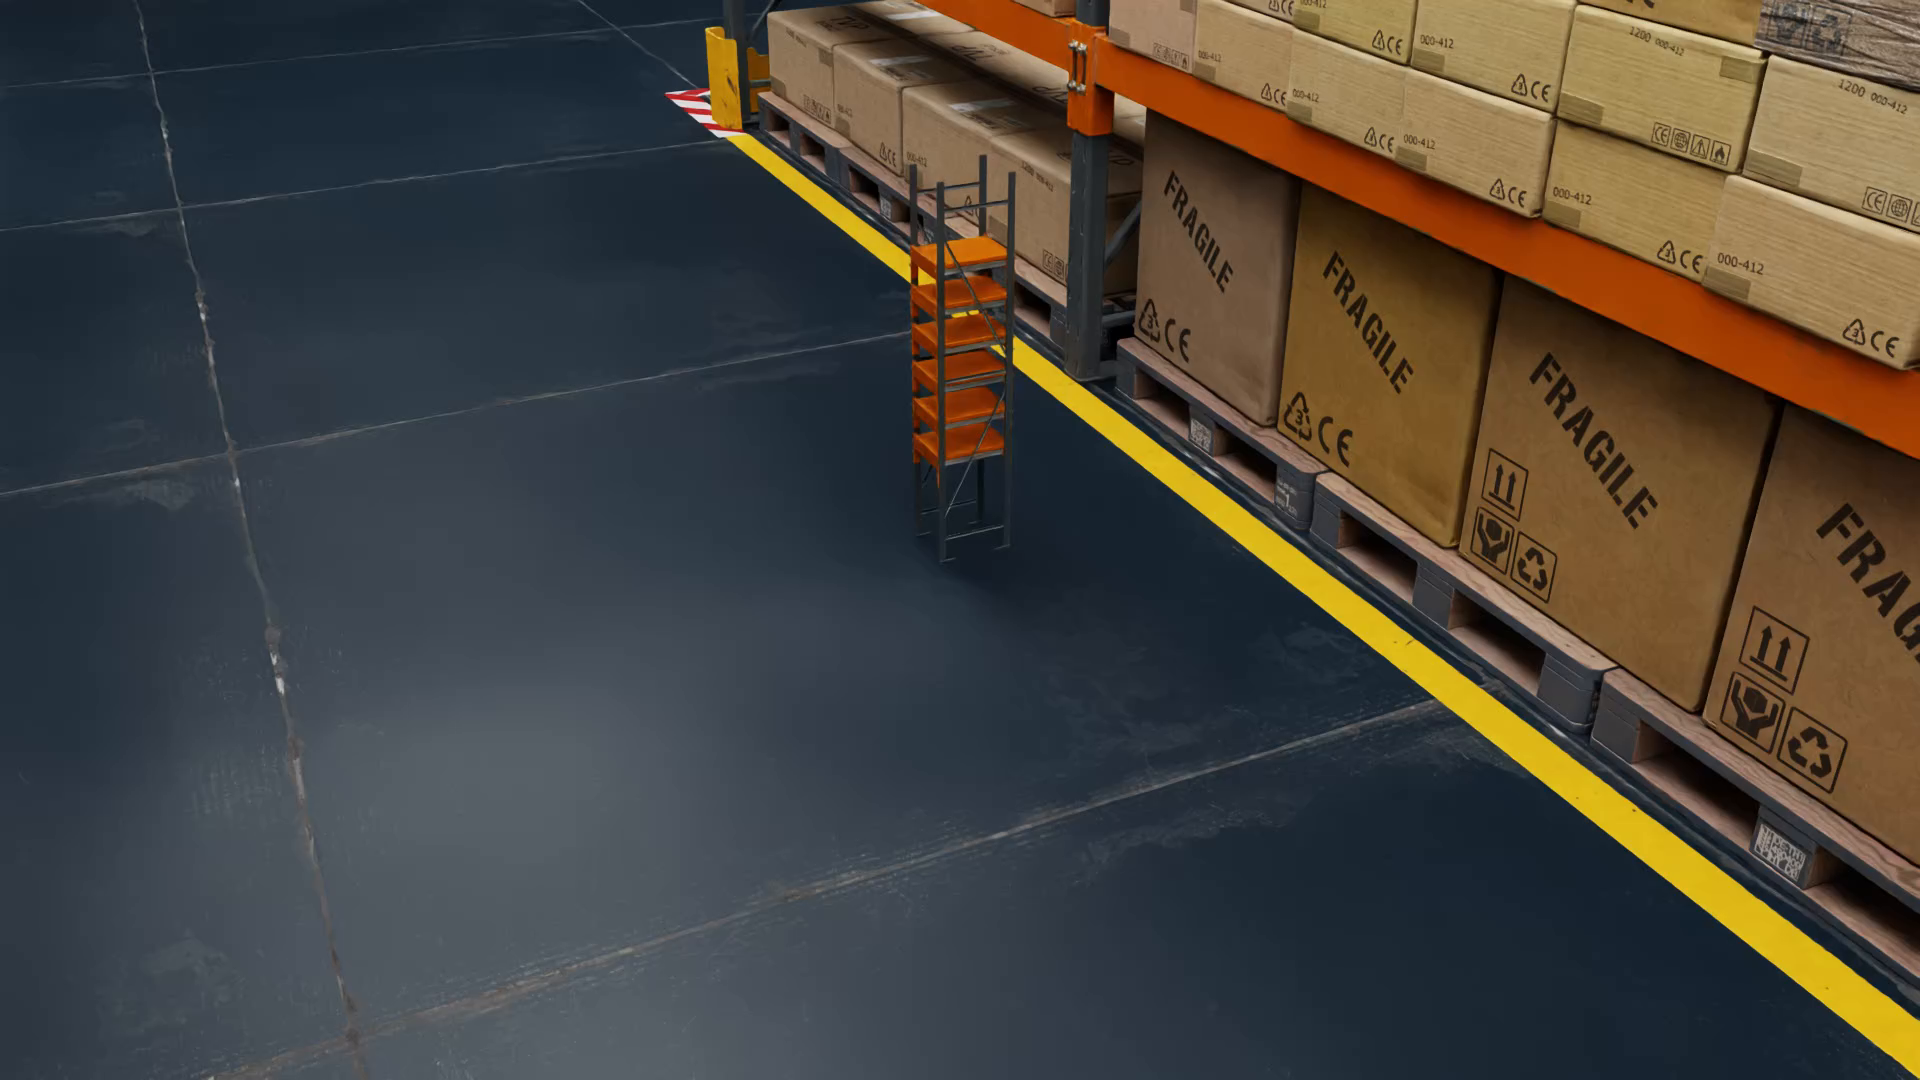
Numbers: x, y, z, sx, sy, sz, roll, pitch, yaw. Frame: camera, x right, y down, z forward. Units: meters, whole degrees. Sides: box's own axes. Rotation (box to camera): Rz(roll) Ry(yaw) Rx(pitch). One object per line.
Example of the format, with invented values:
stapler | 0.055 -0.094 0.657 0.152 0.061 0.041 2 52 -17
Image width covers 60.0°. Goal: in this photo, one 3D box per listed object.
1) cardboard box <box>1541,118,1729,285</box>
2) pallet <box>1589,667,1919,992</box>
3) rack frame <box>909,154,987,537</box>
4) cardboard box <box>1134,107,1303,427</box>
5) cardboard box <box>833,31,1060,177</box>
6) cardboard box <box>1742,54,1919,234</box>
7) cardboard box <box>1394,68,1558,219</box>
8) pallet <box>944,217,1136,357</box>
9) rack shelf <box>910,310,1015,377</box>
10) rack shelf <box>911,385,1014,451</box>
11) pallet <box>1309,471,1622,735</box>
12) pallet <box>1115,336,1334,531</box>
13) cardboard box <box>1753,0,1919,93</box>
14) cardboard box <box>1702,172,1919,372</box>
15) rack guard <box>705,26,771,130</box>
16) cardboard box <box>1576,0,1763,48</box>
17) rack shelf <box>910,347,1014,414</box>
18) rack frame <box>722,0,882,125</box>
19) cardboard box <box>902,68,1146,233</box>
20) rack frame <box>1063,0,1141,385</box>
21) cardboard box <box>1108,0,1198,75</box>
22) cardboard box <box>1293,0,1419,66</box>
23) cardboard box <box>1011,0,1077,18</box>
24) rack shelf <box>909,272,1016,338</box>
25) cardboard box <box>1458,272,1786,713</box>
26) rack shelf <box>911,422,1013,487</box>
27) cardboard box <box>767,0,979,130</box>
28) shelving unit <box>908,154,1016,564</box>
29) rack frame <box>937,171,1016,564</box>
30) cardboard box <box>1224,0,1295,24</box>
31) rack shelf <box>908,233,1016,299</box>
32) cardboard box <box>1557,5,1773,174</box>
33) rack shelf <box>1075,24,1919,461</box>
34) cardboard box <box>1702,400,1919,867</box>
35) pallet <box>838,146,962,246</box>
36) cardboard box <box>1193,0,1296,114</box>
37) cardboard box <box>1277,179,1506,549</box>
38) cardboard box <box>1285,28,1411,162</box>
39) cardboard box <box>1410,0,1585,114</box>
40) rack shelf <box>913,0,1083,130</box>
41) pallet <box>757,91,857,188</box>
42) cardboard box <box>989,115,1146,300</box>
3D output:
cardboard box | 1.707 -0.813 3.786 0.500 0.250 0.500 -13 32 -22
pallet | 2.323 0.591 3.980 1.003 0.211 1.213 -13 32 -22
rack frame | -0.033 -0.557 5.017 0.240 1.200 0.006 -13 32 -22
cardboard box | 1.215 -1.027 5.758 0.875 0.875 0.875 -12 31 -20
cardboard box | -0.067 -2.187 8.274 0.875 0.438 0.875 -12 32 -21
cardboard box | 1.933 -0.800 3.252 0.500 0.250 0.500 -14 32 -23
cardboard box | 1.462 -1.032 4.177 0.500 0.250 0.500 -14 32 -23
pallet | 0.621 -1.164 7.110 1.003 0.211 1.213 -13 32 -22
rack shelf | 0.006 -0.583 4.908 0.258 0.103 0.180 -13 32 -22
rack shelf | 0.006 -0.374 5.026 0.258 0.103 0.180 -13 32 -22
pallet | 1.804 0.053 4.939 1.003 0.211 1.213 -13 32 -22
pallet | 1.276 -0.487 5.902 1.003 0.211 1.213 -13 32 -22
cardboard box | 1.908 -1.139 3.090 0.500 0.500 0.500 -13 32 -21
cardboard box | 1.909 -0.587 3.383 0.500 0.250 0.500 -13 32 -21
rack guard | -0.851 -2.715 9.581 1.175 0.500 0.348 -13 32 -22
cardboard box | 1.701 -1.360 3.484 0.500 0.500 0.500 -13 32 -22
rack shelf | 0.006 -0.478 4.967 0.258 0.103 0.180 -13 32 -22
rack frame | -0.841 -3.795 8.951 1.000 3.000 0.127 -13 32 -22
cardboard box | 0.319 -1.789 7.563 0.875 0.438 0.875 -14 32 -23
rack frame | 0.877 -2.028 5.799 1.000 3.000 0.127 -13 32 -22
cardboard box | 0.827 -1.713 5.391 0.500 0.250 0.500 -14 32 -23
cardboard box | 1.253 -1.474 4.454 0.500 0.250 0.500 -13 32 -21
cardboard box | 0.447 -2.223 6.045 0.500 0.500 0.500 -13 32 -22
rack shelf | 0.006 -0.688 4.849 0.258 0.103 0.180 -13 32 -22
cardboard box | 1.993 -0.235 4.345 0.875 0.875 0.875 -13 32 -21
rack shelf | 0.006 -0.269 5.084 0.258 0.103 0.180 -13 32 -22
cardboard box | -0.467 -2.590 8.992 0.875 0.438 0.875 -14 32 -24
shelving unit | 0.006 -0.517 4.945 0.258 1.200 0.189 -13 32 -22
rack frame | 0.046 -0.477 4.873 0.240 1.200 0.006 -13 32 -22
cardboard box | 1.060 -1.702 4.861 0.500 0.250 0.500 -13 32 -21
rack shelf | 0.006 -0.792 4.791 0.258 0.103 0.180 -13 32 -22
cardboard box | 1.695 -1.022 3.647 0.500 0.250 0.500 -14 32 -23
rack shelf | 1.735 -0.831 4.400 1.077 0.370 4.000 -13 32 -22
cardboard box | 2.372 0.160 3.641 0.875 0.875 0.875 -13 32 -22
pallet | 0.093 -1.704 8.072 1.003 0.211 1.213 -13 32 -22
cardboard box | 1.051 -1.484 4.984 0.500 0.250 0.500 -14 32 -23
cardboard box | 1.610 -0.630 5.049 0.875 0.875 0.875 -12 31 -21
cardboard box | 1.256 -1.255 4.574 0.500 0.250 0.500 -13 32 -22
cardboard box | 1.471 -1.251 4.056 0.500 0.250 0.500 -14 32 -23
rack shelf | 0.018 -2.598 7.551 1.077 0.370 4.000 -13 32 -22
pallet | -0.427 -2.242 9.032 1.003 0.211 1.213 -13 32 -22
cardboard box | 0.704 -1.393 6.858 0.875 0.438 0.875 -14 32 -23
